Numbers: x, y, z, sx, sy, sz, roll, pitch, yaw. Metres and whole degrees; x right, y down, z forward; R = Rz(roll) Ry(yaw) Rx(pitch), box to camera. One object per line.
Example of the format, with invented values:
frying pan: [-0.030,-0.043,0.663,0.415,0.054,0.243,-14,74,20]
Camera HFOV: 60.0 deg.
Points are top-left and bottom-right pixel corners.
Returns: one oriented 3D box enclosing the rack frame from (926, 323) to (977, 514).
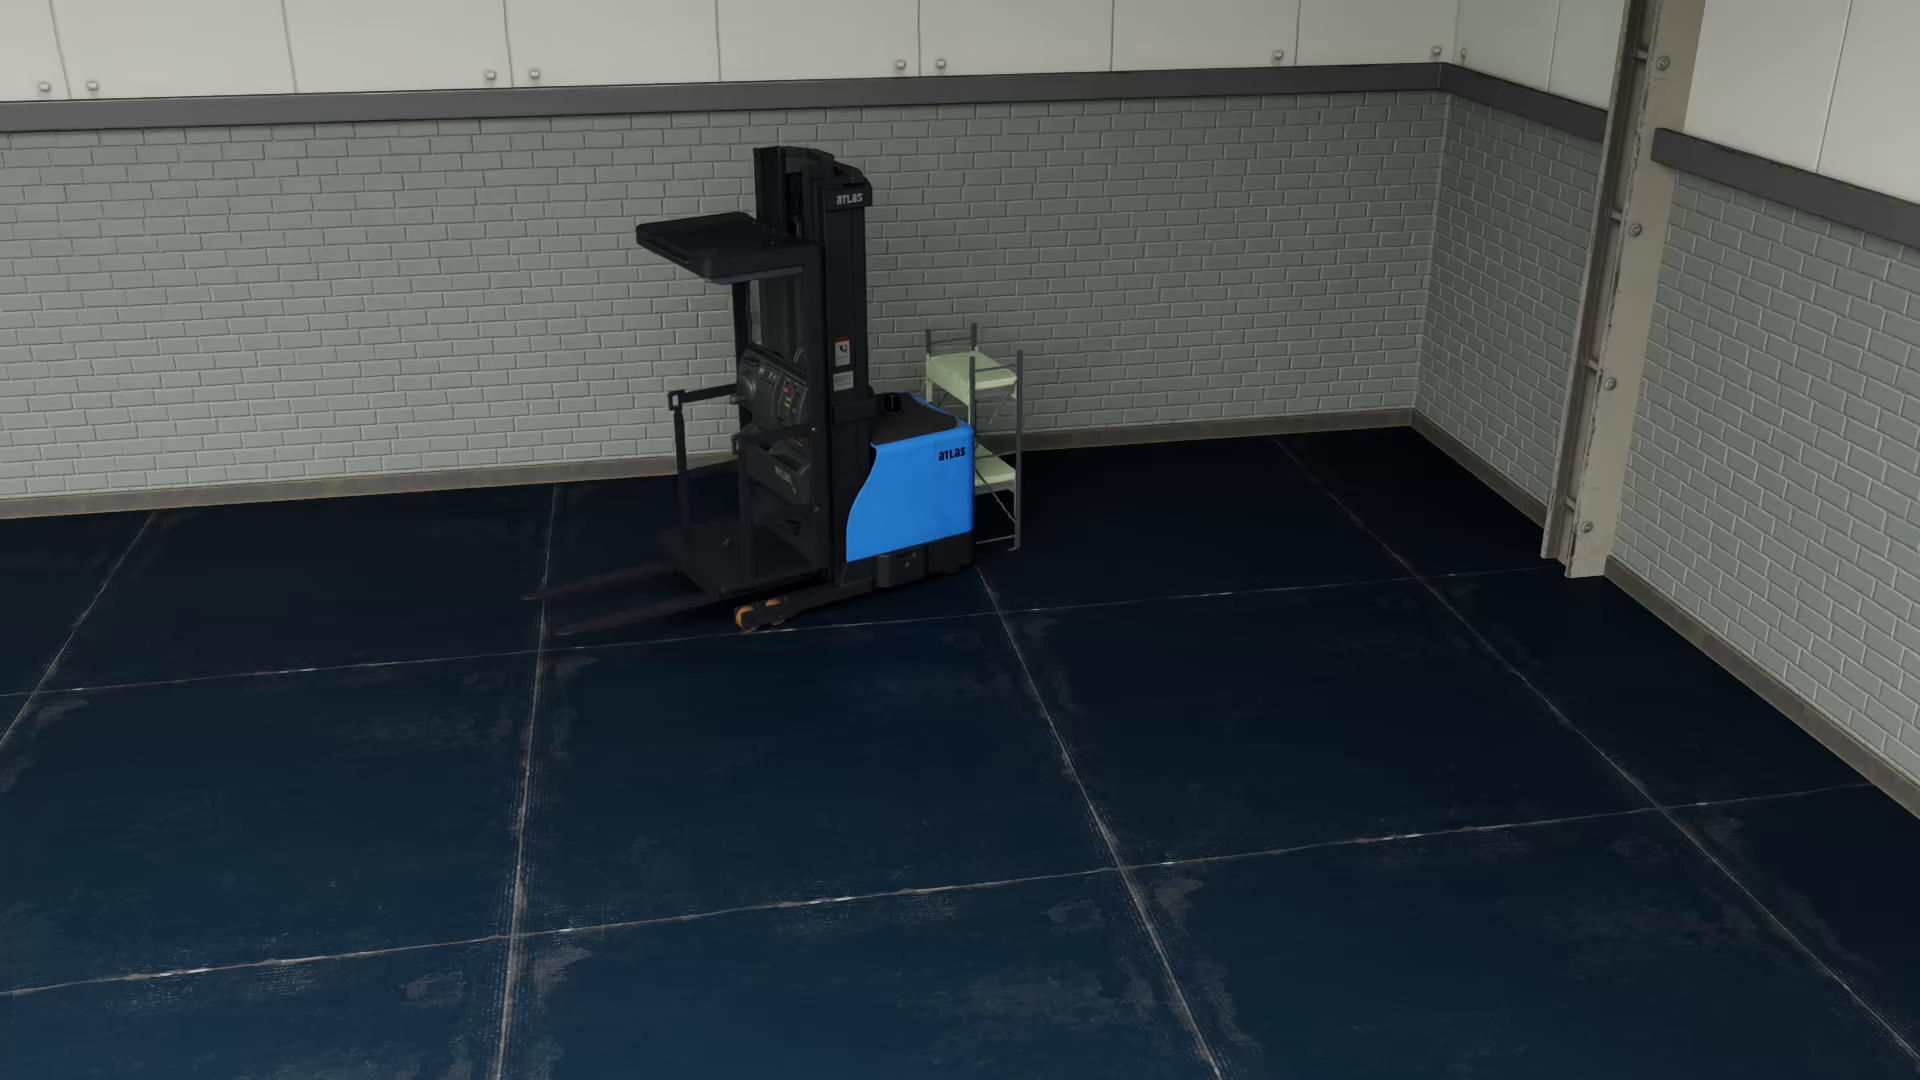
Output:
rack frame: [-0.063,-0.860,12.346,0.400,1.500,0.023,-11,26,-23]

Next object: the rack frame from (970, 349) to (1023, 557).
rack frame: [0.250,-0.596,11.740,0.400,1.500,0.023,-11,26,-23]

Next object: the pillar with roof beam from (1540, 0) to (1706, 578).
pillar with roof beam: [0.140,-3.628,9.315,9.100,9.000,0.400,-4,24,-10]

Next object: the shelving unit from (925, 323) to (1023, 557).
shelving unit: [0.094,-0.728,12.043,0.431,1.500,0.755,-11,26,-23]

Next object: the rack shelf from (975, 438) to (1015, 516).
rack shelf: [0.094,-0.429,12.173,0.431,0.370,0.720,-11,26,-23]

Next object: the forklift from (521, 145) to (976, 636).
forklift: [-1.410,-0.984,10.842,3.031,2.935,1.130,-14,27,-29]

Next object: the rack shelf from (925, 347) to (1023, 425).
rack shelf: [0.094,-1.086,11.887,0.431,0.370,0.720,-11,26,-23]
